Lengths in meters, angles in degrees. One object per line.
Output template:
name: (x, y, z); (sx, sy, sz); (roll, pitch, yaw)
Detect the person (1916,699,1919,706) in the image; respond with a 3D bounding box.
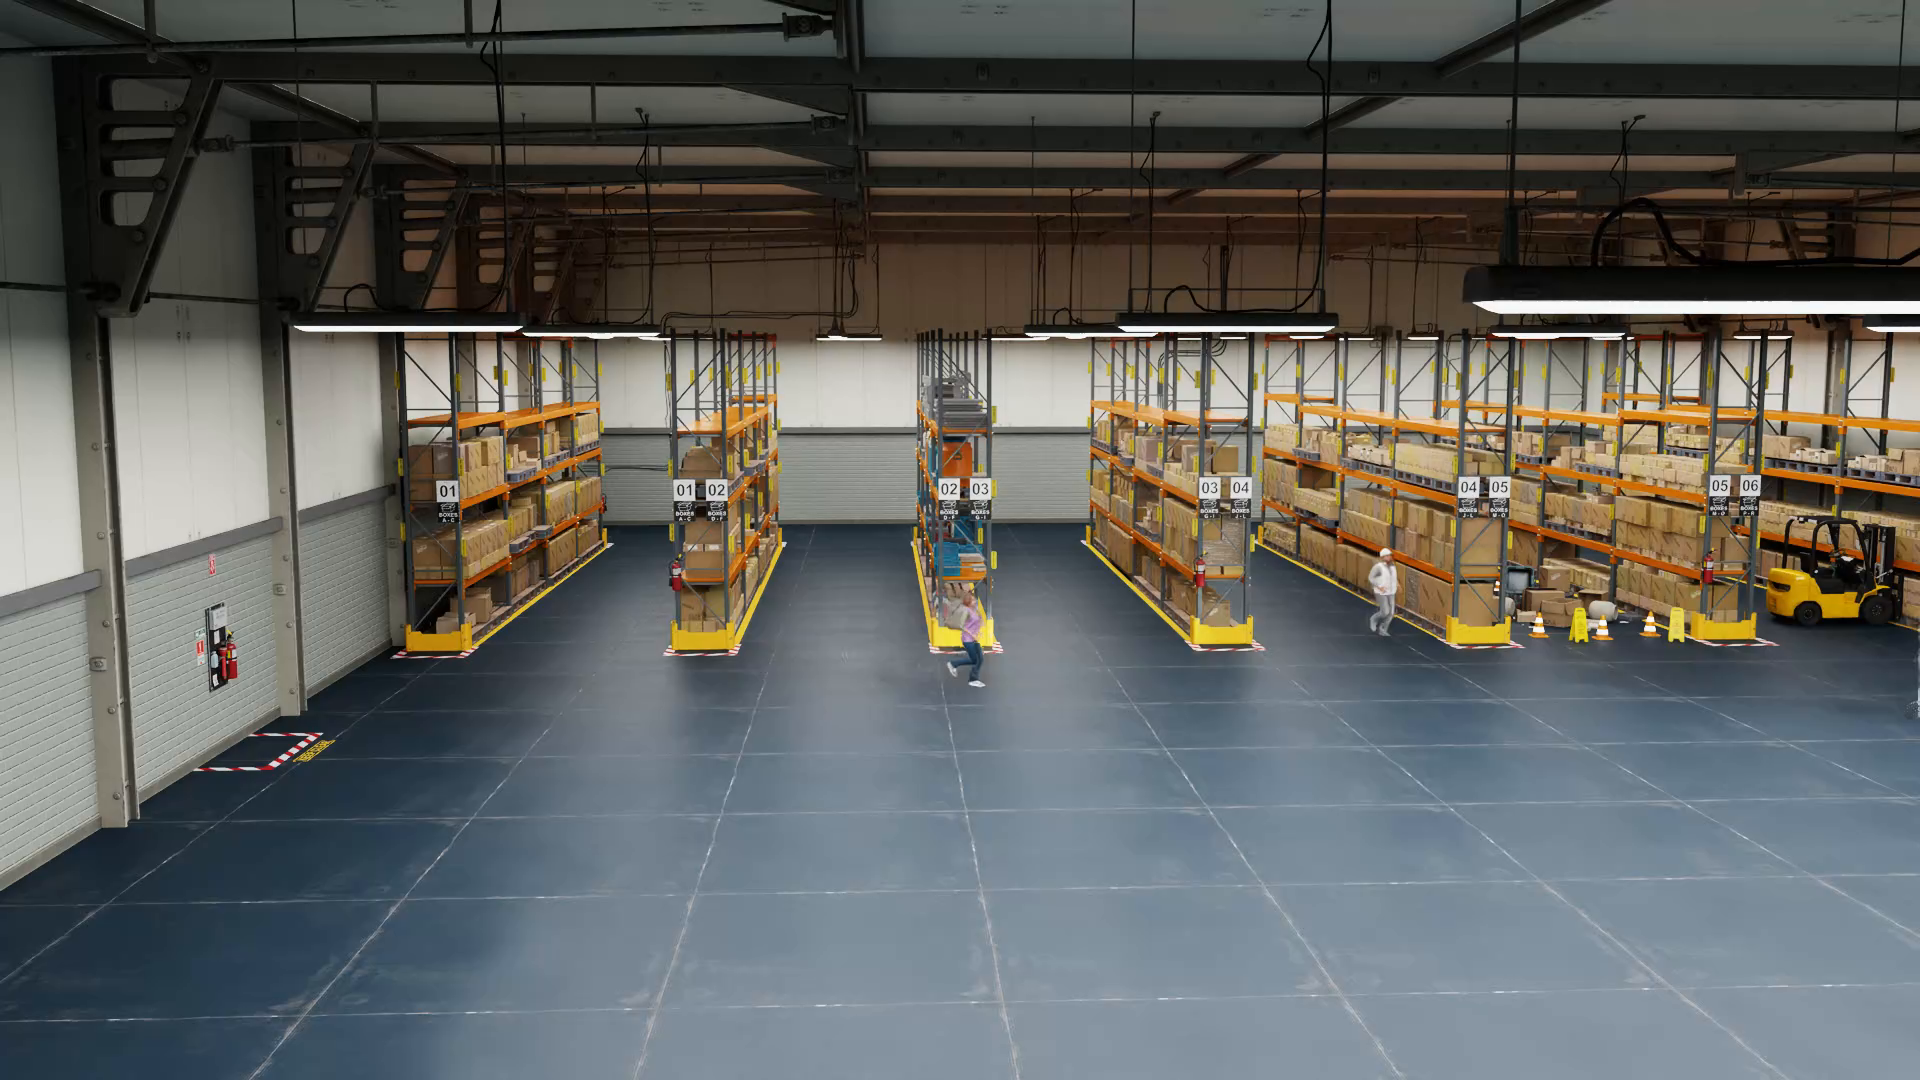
person: (15.046, 1.917, 25.179); (0.907, 1.657, 0.637); (5, 8, 37)

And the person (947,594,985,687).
person: (0.122, 1.677, 27.866); (0.651, 1.565, 0.536); (2, 7, 20)

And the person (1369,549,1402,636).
person: (8.340, 1.027, 32.596); (0.646, 1.724, 0.579); (-3, 7, -25)
